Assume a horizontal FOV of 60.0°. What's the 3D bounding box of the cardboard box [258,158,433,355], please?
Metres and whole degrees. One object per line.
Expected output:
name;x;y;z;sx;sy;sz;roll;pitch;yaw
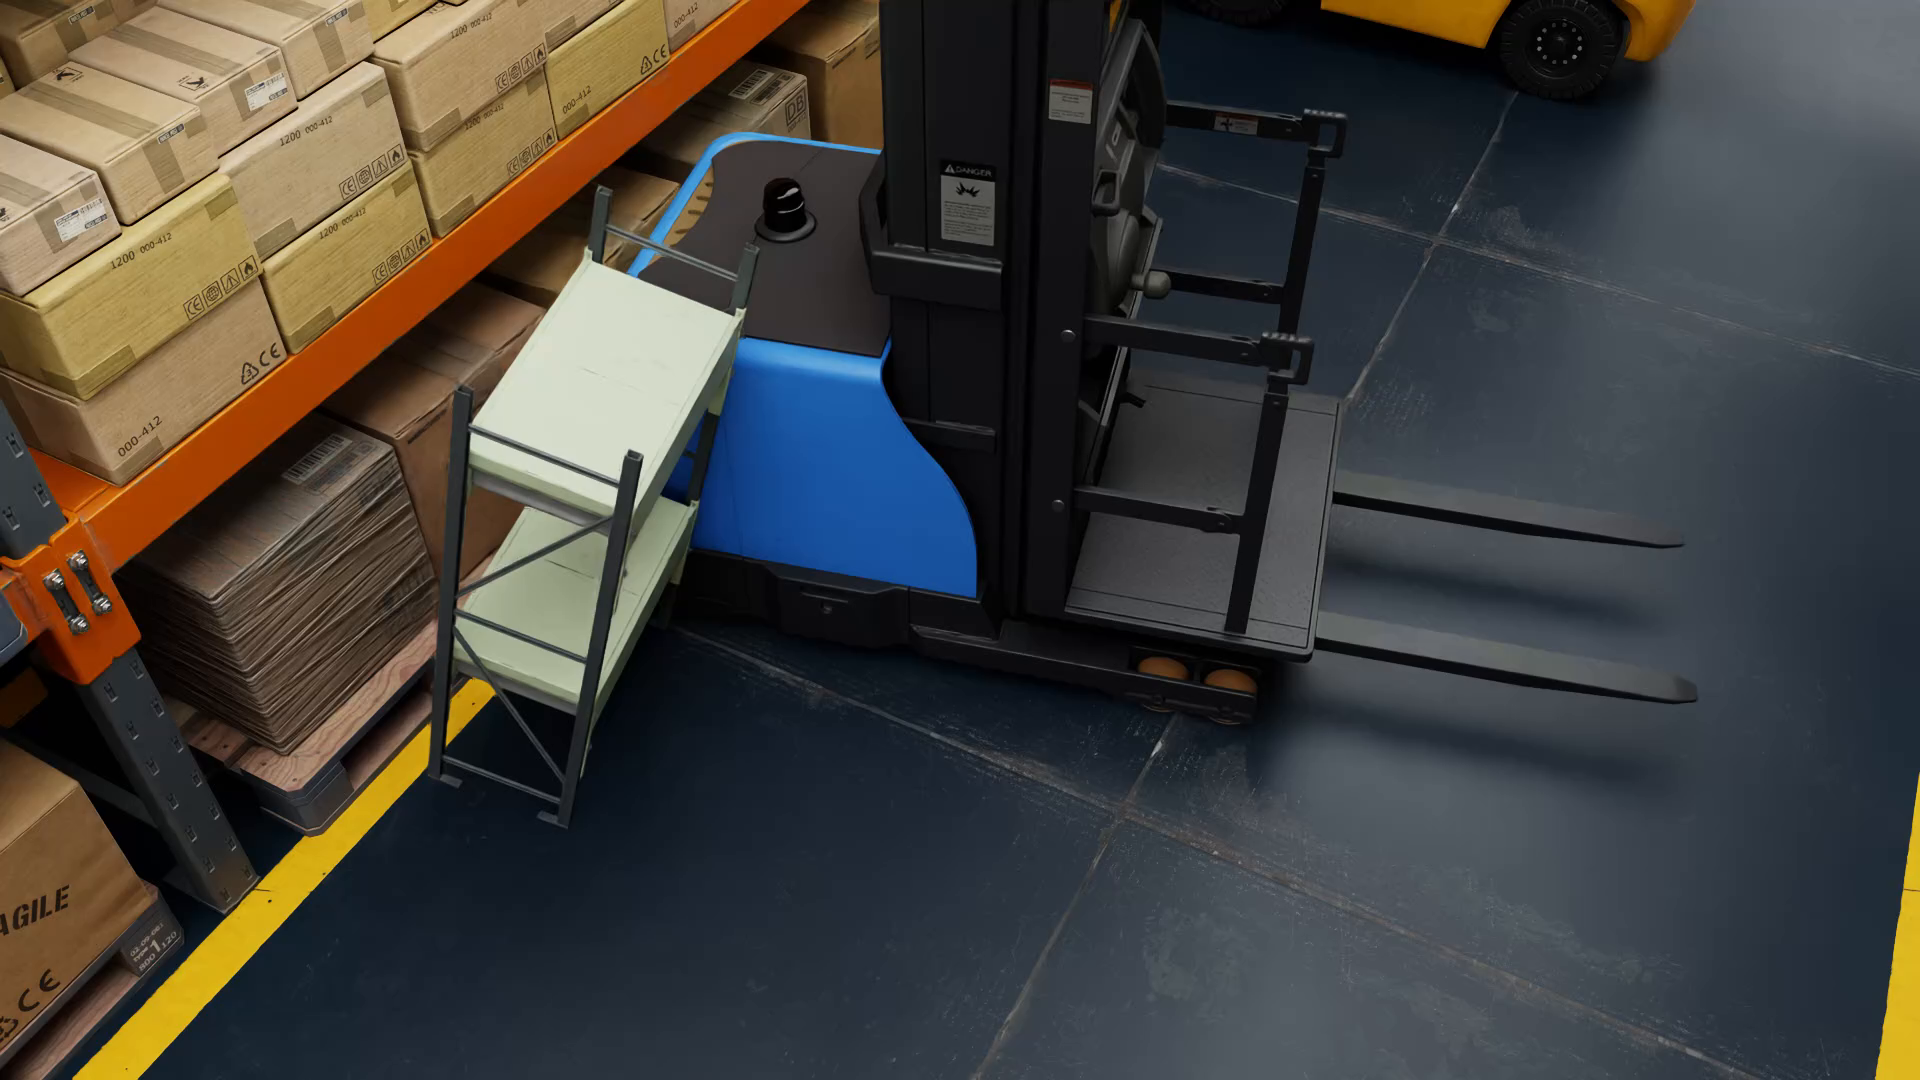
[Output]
cardboard box;-1.645;-0.748;3.986;0.500;0.250;0.500;19;48;18

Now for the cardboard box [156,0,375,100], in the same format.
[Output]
cardboard box;-1.567;-1.161;3.762;0.380;0.149;0.250;21;49;19

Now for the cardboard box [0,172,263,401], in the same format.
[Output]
cardboard box;-1.861;-0.600;3.488;0.500;0.250;0.500;20;49;19

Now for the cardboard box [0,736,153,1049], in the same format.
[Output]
cardboard box;-2.311;0.782;3.830;0.500;0.500;0.500;22;49;20

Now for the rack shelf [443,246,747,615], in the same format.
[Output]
rack shelf;-0.841;-0.267;3.881;0.431;0.370;0.720;21;47;-2

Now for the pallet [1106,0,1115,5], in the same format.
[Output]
pallet;0.523;-3.085;8.150;1.003;0.211;1.213;20;49;19

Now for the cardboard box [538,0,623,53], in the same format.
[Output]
cardboard box;-1.176;-1.577;4.454;0.500;0.250;0.500;21;49;20

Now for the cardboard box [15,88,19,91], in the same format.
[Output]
cardboard box;-2.107;-1.107;3.989;0.500;0.250;0.500;21;49;19

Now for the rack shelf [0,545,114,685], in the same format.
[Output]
rack shelf;-3.234;1.226;2.435;1.077;0.370;4.000;20;49;19

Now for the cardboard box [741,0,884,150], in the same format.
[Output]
cardboard box;-0.681;-1.787;6.281;0.875;0.625;0.625;23;50;21

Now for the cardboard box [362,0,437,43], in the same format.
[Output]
cardboard box;-1.477;-1.329;3.928;0.380;0.149;0.250;21;49;19

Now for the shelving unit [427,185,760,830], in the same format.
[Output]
shelving unit;-0.946;-0.024;4.167;0.431;1.500;0.755;21;47;-2

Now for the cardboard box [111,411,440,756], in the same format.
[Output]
cardboard box;-2.003;0.012;4.503;0.875;0.625;0.625;22;49;20

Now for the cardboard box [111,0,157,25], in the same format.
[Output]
cardboard box;-2.084;-1.344;3.943;0.380;0.149;0.250;20;49;18

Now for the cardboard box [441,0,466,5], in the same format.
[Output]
cardboard box;-1.306;-1.470;4.067;0.380;0.149;0.250;21;49;20

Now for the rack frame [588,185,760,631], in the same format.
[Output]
rack frame;-0.858;-0.277;4.415;0.400;1.500;0.023;21;47;-2

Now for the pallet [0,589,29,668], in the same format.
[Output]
pallet;-2.558;0.231;3.047;1.213;0.211;1.003;20;49;19

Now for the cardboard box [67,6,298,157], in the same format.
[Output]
cardboard box;-1.677;-0.992;3.595;0.380;0.149;0.250;22;49;20

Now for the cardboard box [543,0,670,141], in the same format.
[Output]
cardboard box;-1.170;-1.401;4.631;0.500;0.250;0.500;22;49;20

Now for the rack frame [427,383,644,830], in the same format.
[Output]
rack frame;-1.035;0.230;3.918;0.400;1.500;0.023;21;47;-2

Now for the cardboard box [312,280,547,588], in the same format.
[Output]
cardboard box;-1.707;-0.402;4.913;0.875;0.625;0.625;22;49;20

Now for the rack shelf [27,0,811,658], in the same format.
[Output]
rack shelf;-1.377;-1.294;4.925;1.077;0.370;4.000;20;49;19

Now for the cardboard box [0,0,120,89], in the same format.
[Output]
cardboard box;-2.137;-1.166;3.767;0.380;0.149;0.250;20;49;19

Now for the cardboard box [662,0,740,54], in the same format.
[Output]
cardboard box;-0.937;-1.729;4.955;0.500;0.250;0.500;21;49;19

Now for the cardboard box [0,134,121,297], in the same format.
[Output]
cardboard box;-1.896;-0.653;3.260;0.380;0.149;0.250;22;49;20

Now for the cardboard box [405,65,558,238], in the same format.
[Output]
cardboard box;-1.412;-1.075;4.309;0.500;0.250;0.500;19;48;18

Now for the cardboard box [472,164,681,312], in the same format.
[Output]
cardboard box;-1.395;-0.826;5.332;0.875;0.625;0.625;19;48;17

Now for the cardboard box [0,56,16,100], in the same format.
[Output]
cardboard box;-2.311;-1.023;3.626;0.380;0.149;0.250;22;49;20

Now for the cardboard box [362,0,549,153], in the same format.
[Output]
cardboard box;-1.390;-1.247;4.128;0.500;0.250;0.500;19;48;18

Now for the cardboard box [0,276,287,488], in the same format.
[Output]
cardboard box;-1.883;-0.433;3.674;0.500;0.250;0.500;21;49;19

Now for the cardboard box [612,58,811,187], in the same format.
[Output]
cardboard box;-1.048;-1.301;5.801;0.875;0.625;0.625;20;49;19

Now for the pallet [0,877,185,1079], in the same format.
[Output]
pallet;-2.685;1.152;3.963;1.003;0.211;1.213;20;49;19

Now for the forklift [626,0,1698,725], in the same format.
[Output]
forklift;0.607;-0.924;4.103;3.031;2.935;1.130;10;46;10

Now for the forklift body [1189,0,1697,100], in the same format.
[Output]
forklift body;2.144;-3.231;6.931;2.313;2.155;1.214;20;49;19

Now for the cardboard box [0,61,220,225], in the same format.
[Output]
cardboard box;-1.773;-0.822;3.427;0.380;0.149;0.250;21;49;20

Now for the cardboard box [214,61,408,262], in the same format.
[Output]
cardboard box;-1.649;-0.923;3.808;0.500;0.250;0.500;22;49;20

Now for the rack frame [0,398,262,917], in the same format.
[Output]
rack frame;-2.305;-0.286;3.424;1.000;3.000;0.127;20;49;19

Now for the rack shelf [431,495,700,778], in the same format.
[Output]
rack shelf;-1.034;0.180;4.405;0.431;0.370;0.720;21;47;-2

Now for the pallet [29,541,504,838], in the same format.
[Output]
pallet;-1.888;0.188;4.916;1.003;0.211;1.213;20;49;19
